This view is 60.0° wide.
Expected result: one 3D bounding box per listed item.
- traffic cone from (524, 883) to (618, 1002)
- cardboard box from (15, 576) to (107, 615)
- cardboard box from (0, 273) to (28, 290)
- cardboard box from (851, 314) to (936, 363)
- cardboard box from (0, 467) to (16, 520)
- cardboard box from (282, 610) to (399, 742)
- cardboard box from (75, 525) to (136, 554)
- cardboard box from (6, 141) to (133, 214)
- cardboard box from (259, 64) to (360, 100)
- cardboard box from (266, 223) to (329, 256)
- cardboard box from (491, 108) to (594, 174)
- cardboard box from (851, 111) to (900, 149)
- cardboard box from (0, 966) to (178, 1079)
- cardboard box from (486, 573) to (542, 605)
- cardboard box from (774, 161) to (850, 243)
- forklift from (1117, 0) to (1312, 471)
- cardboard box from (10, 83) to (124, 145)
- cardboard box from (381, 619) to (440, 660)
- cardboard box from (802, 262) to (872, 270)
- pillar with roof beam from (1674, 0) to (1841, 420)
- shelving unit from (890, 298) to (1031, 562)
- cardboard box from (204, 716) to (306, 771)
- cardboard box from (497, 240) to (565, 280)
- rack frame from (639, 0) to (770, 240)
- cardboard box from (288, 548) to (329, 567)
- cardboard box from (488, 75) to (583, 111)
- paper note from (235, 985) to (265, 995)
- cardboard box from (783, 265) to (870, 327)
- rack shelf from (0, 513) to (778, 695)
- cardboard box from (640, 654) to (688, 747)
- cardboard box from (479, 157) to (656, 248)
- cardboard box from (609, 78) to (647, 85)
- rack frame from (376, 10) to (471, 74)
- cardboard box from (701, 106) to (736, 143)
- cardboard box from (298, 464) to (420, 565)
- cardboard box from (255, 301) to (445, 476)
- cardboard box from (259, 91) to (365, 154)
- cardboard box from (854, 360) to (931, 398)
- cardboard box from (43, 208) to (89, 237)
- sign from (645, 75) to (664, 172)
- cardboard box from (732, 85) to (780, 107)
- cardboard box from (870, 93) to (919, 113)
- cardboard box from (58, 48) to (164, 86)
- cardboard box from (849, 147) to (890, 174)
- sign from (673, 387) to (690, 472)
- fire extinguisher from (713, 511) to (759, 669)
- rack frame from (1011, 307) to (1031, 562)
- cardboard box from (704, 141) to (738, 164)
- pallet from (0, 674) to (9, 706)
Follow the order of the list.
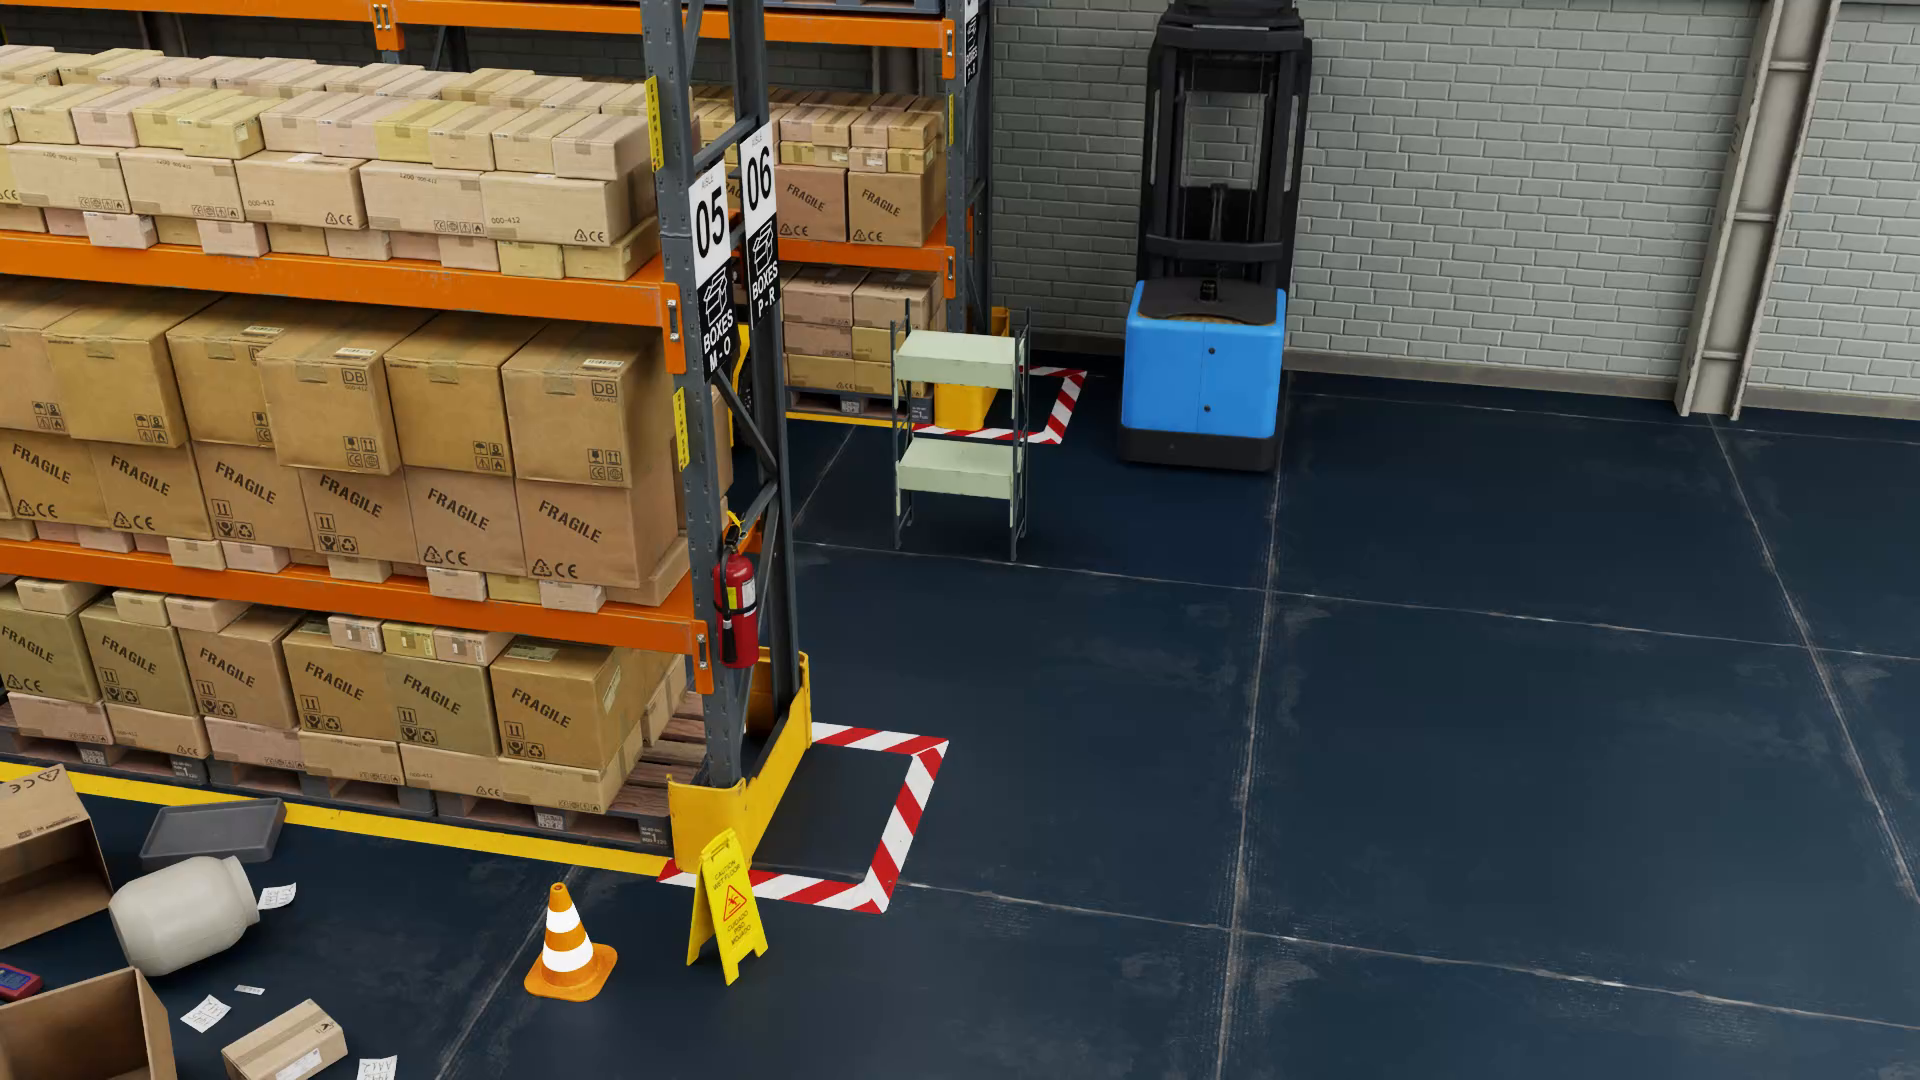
[{"bbox_3d":[-1.651,1.629,6.955,0.334,0.463,0.336,6,29,11],"label":"traffic cone"},{"bbox_3d":[-4.243,0.187,7.916,0.250,0.149,0.380,6,29,11],"label":"cardboard box"},{"bbox_3d":[-4.488,-0.915,7.504,0.500,0.500,0.700,6,29,10],"label":"cardboard box"},{"bbox_3d":[-0.469,-1.478,11.893,0.500,0.250,0.500,5,29,10],"label":"cardboard box"},{"bbox_3d":[-4.501,-0.447,7.691,0.500,0.500,0.500,6,29,10],"label":"cardboard box"},{"bbox_3d":[-2.802,0.584,7.867,0.500,0.500,0.500,5,29,9],"label":"cardboard box"},{"bbox_3d":[-3.873,-0.101,7.734,0.250,0.149,0.380,7,29,12],"label":"cardboard box"},{"bbox_3d":[-3.506,-1.552,6.846,0.500,0.250,0.500,6,29,11],"label":"cardboard box"},{"bbox_3d":[-2.748,-1.901,7.068,0.250,0.149,0.380,6,29,12],"label":"cardboard box"},{"bbox_3d":[-2.615,-1.298,6.798,0.250,0.149,0.380,5,29,9],"label":"cardboard box"},{"bbox_3d":[-1.598,-1.541,6.411,0.250,0.149,0.380,6,29,11],"label":"cardboard box"},{"bbox_3d":[-0.570,-2.784,11.284,0.250,0.149,0.380,6,29,11],"label":"cardboard box"},{"bbox_3d":[-3.207,2.061,6.123,0.637,0.503,0.797,-14,32,-24],"label":"cardboard box"},{"bbox_3d":[-1.889,0.117,7.336,0.250,0.149,0.380,5,29,10],"label":"cardboard box"},{"bbox_3d":[-0.970,-2.404,11.576,0.500,0.500,0.500,7,29,12],"label":"cardboard box"},{"bbox_3d":[1.844,-2.432,11.802,1.130,2.935,3.031,5,29,9],"label":"forklift"},{"bbox_3d":[-3.612,-1.735,6.765,0.250,0.149,0.380,5,29,9],"label":"cardboard box"},{"bbox_3d":[-2.417,0.372,7.579,0.250,0.149,0.380,6,29,11],"label":"cardboard box"},{"bbox_3d":[-0.848,-1.980,12.290,0.500,0.250,0.500,6,29,11],"label":"cardboard box"},{"bbox_3d":[4.548,-2.879,6.300,0.400,9.000,9.100,6,29,11],"label":"pillar with roof beam"},{"bbox_3d":[0.007,-0.657,10.051,0.755,1.500,0.431,6,29,11],"label":"shelving unit"},{"bbox_3d":[-3.308,0.860,8.143,0.500,0.250,0.500,5,29,10],"label":"cardboard box"},{"bbox_3d":[-1.618,-1.166,6.557,0.250,0.149,0.380,6,29,11],"label":"cardboard box"},{"bbox_3d":[-0.961,-2.678,5.933,0.127,3.000,1.000,6,29,11],"label":"rack frame"},{"bbox_3d":[-2.862,-0.036,7.616,0.250,0.149,0.380,6,29,11],"label":"cardboard box"},{"bbox_3d":[-1.747,-1.805,6.893,0.250,0.149,0.380,6,29,11],"label":"cardboard box"},{"bbox_3d":[-2.974,1.883,6.962,0.123,0.001,0.032,6,29,11],"label":"paper note"},{"bbox_3d":[-0.944,-1.743,11.857,0.500,0.250,0.500,6,29,11],"label":"cardboard box"},{"bbox_3d":[-2.917,0.068,7.913,4.000,0.370,1.077,6,29,11],"label":"rack shelf"},{"bbox_3d":[-1.692,0.764,8.318,0.500,0.250,0.500,6,29,10],"label":"cardboard box"},{"bbox_3d":[-1.518,-1.352,6.481,0.500,0.250,0.500,5,29,10],"label":"cardboard box"},{"bbox_3d":[-2.459,-3.252,12.139,0.250,0.149,0.380,5,29,10],"label":"cardboard box"},{"bbox_3d":[-3.840,-2.779,12.365,0.127,3.000,1.000,6,29,11],"label":"rack frame"},{"bbox_3d":[-1.592,-2.855,11.414,0.250,0.149,0.380,6,29,12],"label":"cardboard box"},{"bbox_3d":[-2.527,-0.250,7.332,0.500,0.500,0.500,6,29,10],"label":"cardboard box"},{"bbox_3d":[-2.520,-0.665,7.049,0.500,0.500,0.700,6,29,10],"label":"cardboard box"},{"bbox_3d":[-2.576,-1.674,6.654,0.250,0.149,0.380,5,29,9],"label":"cardboard box"},{"bbox_3d":[-0.454,-1.255,12.007,0.500,0.250,0.500,6,29,11],"label":"cardboard box"},{"bbox_3d":[-3.614,-1.406,6.994,0.250,0.149,0.380,5,29,9],"label":"cardboard box"},{"bbox_3d":[-1.097,-1.492,5.968,0.005,0.325,0.100,6,29,11],"label":"sign"},{"bbox_3d":[-1.460,-3.152,11.957,0.250,0.149,0.380,5,29,9],"label":"cardboard box"},{"bbox_3d":[-0.459,-3.027,11.728,0.250,0.149,0.380,7,29,12],"label":"cardboard box"},{"bbox_3d":[-3.730,-2.051,7.343,0.250,0.149,0.380,7,29,12],"label":"cardboard box"},{"bbox_3d":[-0.582,-2.621,11.297,0.250,0.149,0.380,6,29,11],"label":"cardboard box"},{"bbox_3d":[-1.097,-0.435,6.547,0.005,0.325,0.100,6,29,11],"label":"sign"},{"bbox_3d":[-0.945,0.215,6.976,0.183,0.674,0.296,6,29,11],"label":"fire extinguisher"},{"bbox_3d":[0.364,-0.620,9.984,0.023,1.500,0.400,6,29,11],"label":"rack frame"},{"bbox_3d":[-1.585,-2.727,11.490,0.250,0.149,0.380,6,29,11],"label":"cardboard box"},{"bbox_3d":[-5.635,0.698,8.917,1.213,0.211,1.003,6,29,11],"label":"pallet"}]
